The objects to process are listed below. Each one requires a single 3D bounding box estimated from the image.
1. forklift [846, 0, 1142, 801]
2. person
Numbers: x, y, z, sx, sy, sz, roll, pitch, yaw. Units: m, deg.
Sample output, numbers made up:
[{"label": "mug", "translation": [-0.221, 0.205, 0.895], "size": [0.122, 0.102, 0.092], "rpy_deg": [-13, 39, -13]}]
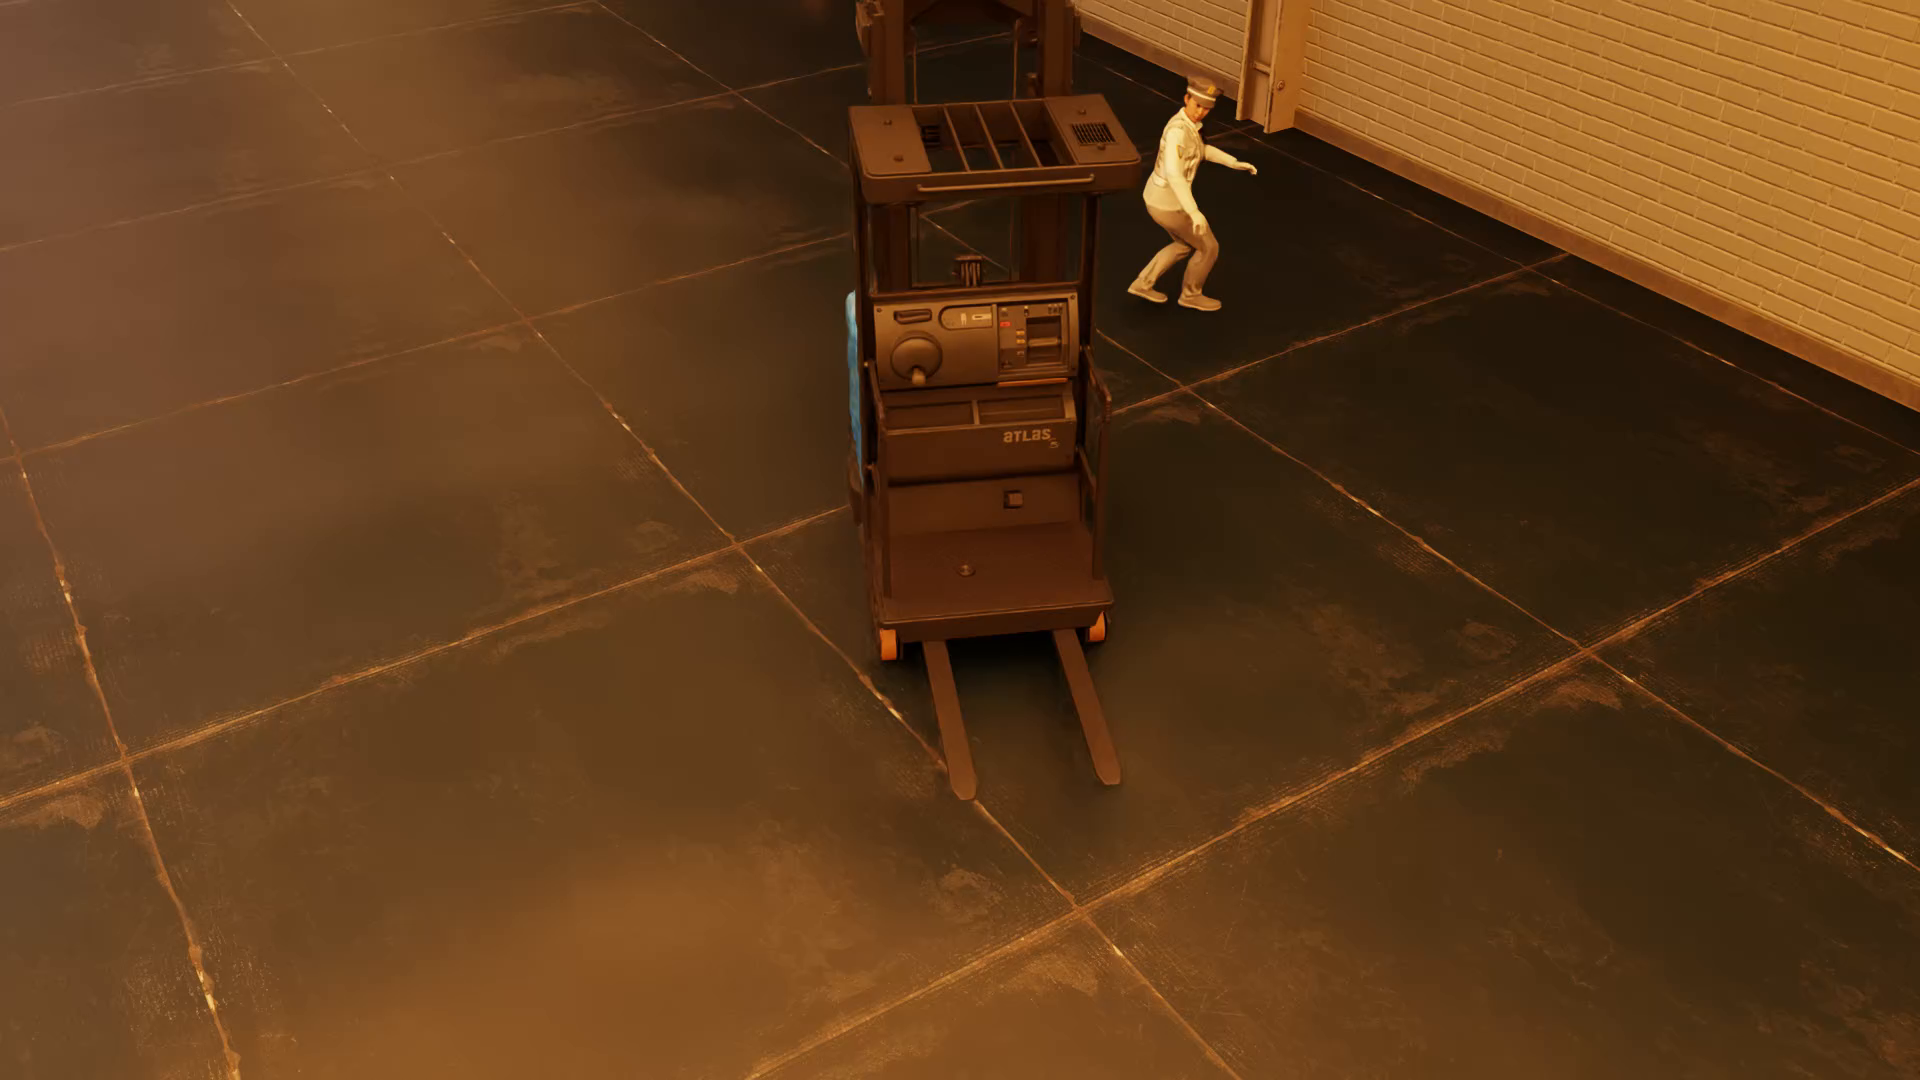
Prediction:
[{"label": "forklift", "translation": [0.111, -0.843, 7.347], "size": [1.130, 2.935, 3.031], "rpy_deg": [-5, 35, -7]}, {"label": "person", "translation": [1.476, -2.096, 10.339], "size": [0.794, 1.552, 0.812], "rpy_deg": [-2, 35, -2]}]
